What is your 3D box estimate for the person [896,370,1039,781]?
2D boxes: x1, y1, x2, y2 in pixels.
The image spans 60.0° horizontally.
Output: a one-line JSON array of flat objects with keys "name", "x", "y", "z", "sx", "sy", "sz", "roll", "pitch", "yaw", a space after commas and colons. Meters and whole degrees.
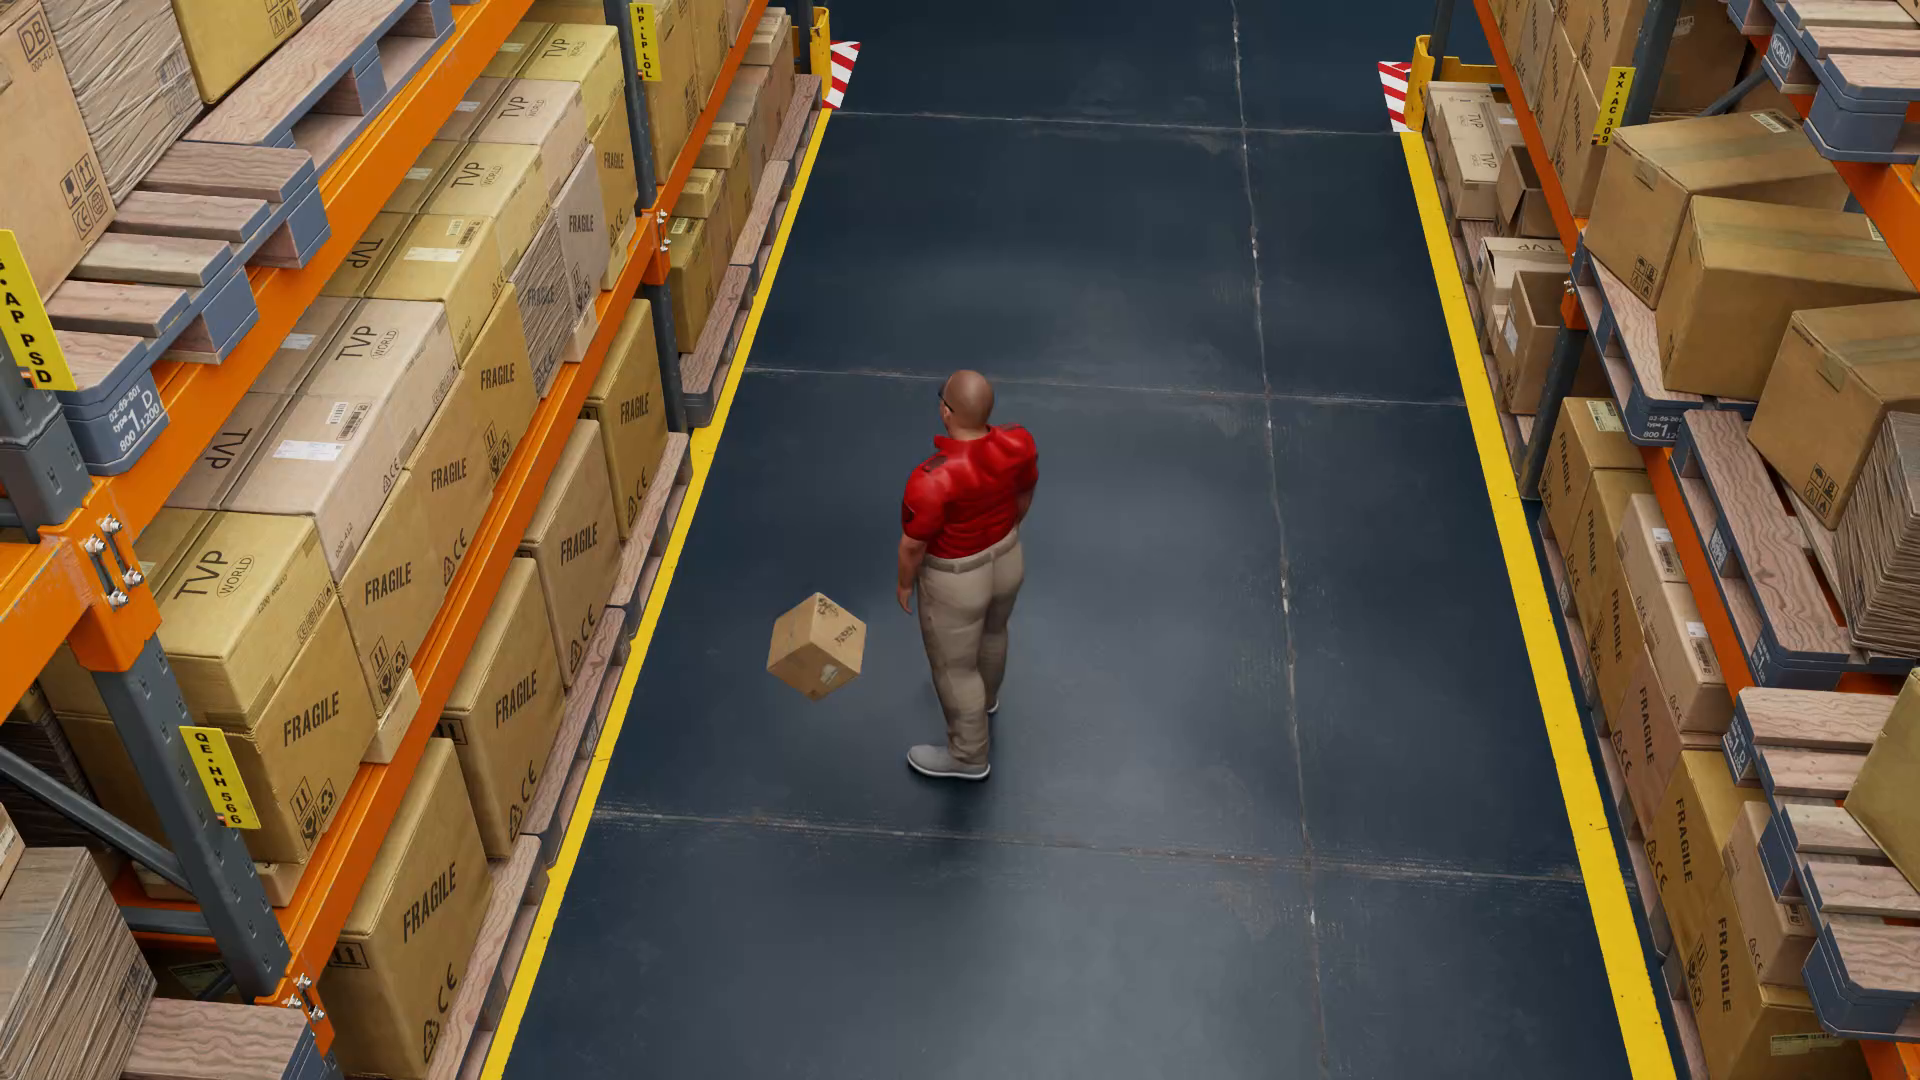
[{"name": "person", "x": -0.001, "y": 0.074, "z": 6.062, "sx": 0.620, "sy": 1.722, "sz": 0.570, "roll": -29, "pitch": 48, "yaw": -30}]
